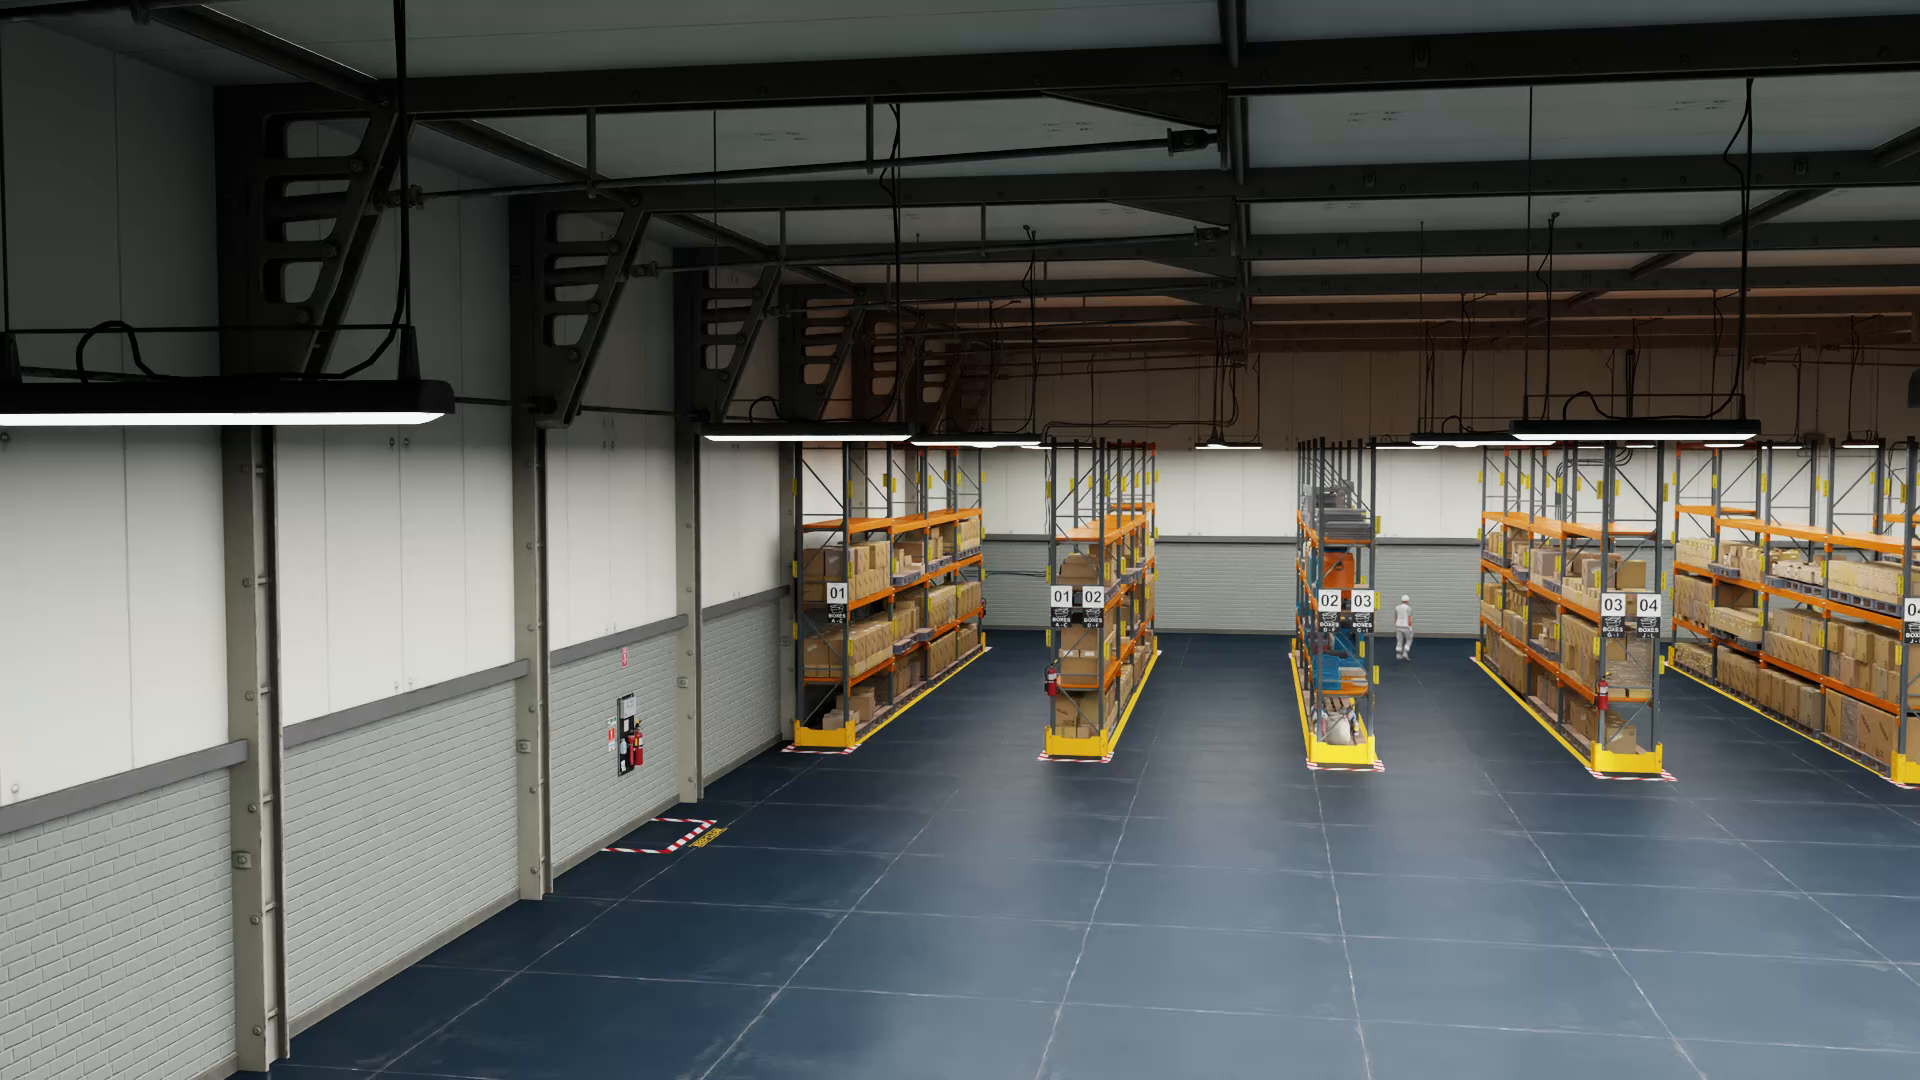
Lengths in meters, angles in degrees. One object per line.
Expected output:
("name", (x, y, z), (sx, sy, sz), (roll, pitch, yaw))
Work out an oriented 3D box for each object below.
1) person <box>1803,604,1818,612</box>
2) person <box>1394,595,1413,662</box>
("person", (24.377, 2.369, 47.619), (0.820, 1.643, 0.451), (-1, 3, -20))
("person", (12.174, 2.423, 45.616), (0.400, 1.819, 0.566), (-3, 4, -41))
